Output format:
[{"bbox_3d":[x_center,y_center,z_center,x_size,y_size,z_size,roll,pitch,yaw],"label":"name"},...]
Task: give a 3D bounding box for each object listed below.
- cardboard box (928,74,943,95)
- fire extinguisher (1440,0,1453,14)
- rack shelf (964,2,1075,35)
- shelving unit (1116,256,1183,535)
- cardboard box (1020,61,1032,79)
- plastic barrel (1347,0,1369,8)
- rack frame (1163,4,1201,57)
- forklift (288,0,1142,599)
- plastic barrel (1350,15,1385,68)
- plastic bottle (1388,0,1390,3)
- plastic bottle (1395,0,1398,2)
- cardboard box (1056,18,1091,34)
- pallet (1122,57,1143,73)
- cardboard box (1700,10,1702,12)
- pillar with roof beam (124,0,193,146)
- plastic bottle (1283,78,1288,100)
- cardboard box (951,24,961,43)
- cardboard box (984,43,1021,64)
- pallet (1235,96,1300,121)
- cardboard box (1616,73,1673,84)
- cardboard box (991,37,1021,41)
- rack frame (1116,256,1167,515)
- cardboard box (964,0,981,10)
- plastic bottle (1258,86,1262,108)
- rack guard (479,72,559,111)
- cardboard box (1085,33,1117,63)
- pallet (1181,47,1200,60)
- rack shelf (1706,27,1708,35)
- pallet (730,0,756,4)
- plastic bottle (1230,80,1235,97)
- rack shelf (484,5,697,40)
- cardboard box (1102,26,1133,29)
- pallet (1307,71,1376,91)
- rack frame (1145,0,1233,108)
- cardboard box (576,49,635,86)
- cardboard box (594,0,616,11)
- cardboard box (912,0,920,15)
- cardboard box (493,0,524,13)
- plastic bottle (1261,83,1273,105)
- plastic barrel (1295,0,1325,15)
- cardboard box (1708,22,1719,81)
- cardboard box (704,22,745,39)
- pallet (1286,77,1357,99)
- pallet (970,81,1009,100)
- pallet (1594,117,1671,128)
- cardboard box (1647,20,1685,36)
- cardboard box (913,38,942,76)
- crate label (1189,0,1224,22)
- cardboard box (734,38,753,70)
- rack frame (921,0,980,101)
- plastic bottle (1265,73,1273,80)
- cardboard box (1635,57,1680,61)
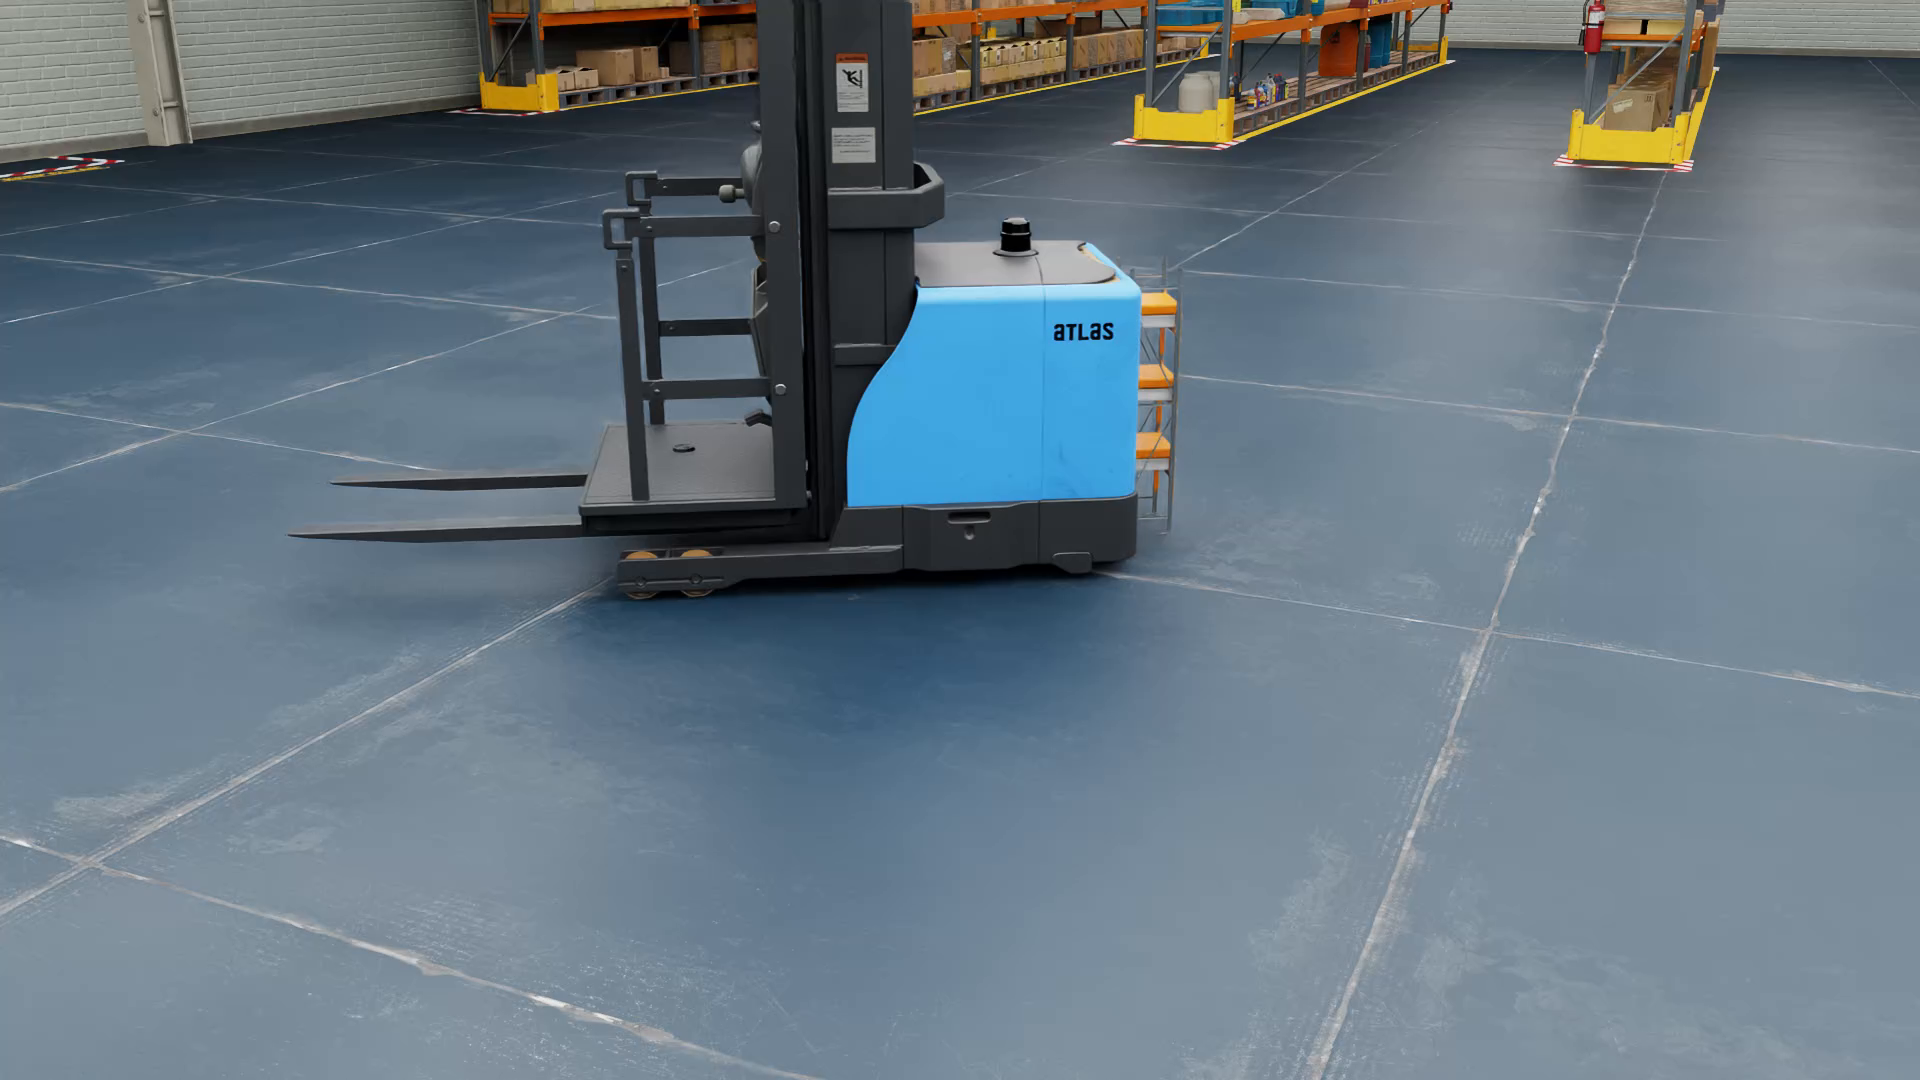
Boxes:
[{"bbox_3d":[-0.576,-6.547,23.877,0.500,0.250,0.500,9,21,23],"label":"cardboard box"},{"bbox_3d":[9.728,-10.881,33.261,0.296,0.674,0.183,9,21,23],"label":"fire extinguisher"},{"bbox_3d":[0.639,-8.395,26.671,1.077,0.370,4.000,9,21,23],"label":"rack shelf"},{"bbox_3d":[0.714,-0.554,6.460,0.215,1.050,0.252,-2,20,-7],"label":"shelving unit"},{"bbox_3d":[0.841,-7.584,26.795,0.500,0.250,0.500,9,21,24],"label":"cardboard box"},{"bbox_3d":[6.062,-8.545,25.817,0.600,0.536,0.708,9,21,23],"label":"plastic barrel"},{"bbox_3d":[4.734,-11.791,35.146,1.000,3.000,0.127,9,21,23],"label":"rack frame"},{"bbox_3d":[-0.903,-1.358,5.913,3.031,2.935,1.130,-2,20,-6],"label":"forklift"},{"bbox_3d":[7.085,-8.716,29.005,0.600,0.901,0.708,9,21,23],"label":"plastic barrel"},{"bbox_3d":[7.241,-9.286,28.288,0.152,0.276,0.135,9,21,23],"label":"plastic bottle"},{"bbox_3d":[7.536,-9.538,28.885,0.144,0.351,0.185,9,21,23],"label":"plastic bottle"},{"bbox_3d":[2.061,-9.377,30.314,0.500,0.250,0.500,8,21,22],"label":"cardboard box"},{"bbox_3d":[2.797,-9.000,31.461,1.003,0.211,1.213,9,21,23],"label":"pallet"},{"bbox_3d":[9.036,-6.537,20.750,0.380,0.149,0.250,9,21,23],"label":"cardboard box"},{"bbox_3d":[-5.371,-8.312,16.413,9.100,9.000,0.400,9,21,23],"label":"pillar with roof beam"},{"bbox_3d":[4.441,-6.177,22.757,0.061,0.283,0.133,10,22,25],"label":"plastic bottle"},{"bbox_3d":[-0.392,-10.955,35.900,0.700,0.500,0.500,8,21,21],"label":"cardboard box"},{"bbox_3d":[0.637,-7.692,26.260,0.500,0.311,0.500,8,21,21],"label":"cardboard box"},{"bbox_3d":[4.024,-5.928,22.823,1.003,0.211,1.213,9,21,23],"label":"pallet"},{"bbox_3d":[8.428,-5.489,20.531,0.500,0.500,0.500,17,26,40],"label":"cardboard box"},{"bbox_3d":[0.768,-8.230,27.774,0.500,0.311,0.500,8,21,21],"label":"cardboard box"},{"bbox_3d":[0.699,-0.594,6.574,0.200,1.050,0.008,-2,20,-7],"label":"rack frame"},{"bbox_3d":[-0.018,-8.208,25.296,0.500,0.250,0.500,10,22,26],"label":"cardboard box"},{"bbox_3d":[3.867,-5.757,21.595,0.097,0.271,0.097,0,20,0],"label":"plastic bottle"},{"bbox_3d":[-6.308,-6.424,23.785,1.175,0.500,0.348,9,21,23],"label":"rack guard"},{"bbox_3d":[2.533,-8.948,30.228,0.500,0.500,0.500,8,21,21],"label":"cardboard box"},{"bbox_3d":[4.377,-10.210,34.862,1.003,0.211,1.213,9,21,23],"label":"pallet"},{"bbox_3d":[11.313,-8.257,26.284,1.077,0.370,4.000,9,21,23],"label":"rack shelf"},{"bbox_3d":[-3.836,-9.323,28.492,1.003,0.211,1.213,9,21,23],"label":"pallet"},{"bbox_3d":[3.679,-6.113,22.595,0.097,0.271,0.097,0,20,0],"label":"plastic bottle"},{"bbox_3d":[-5.520,-7.851,25.141,1.077,0.370,4.000,9,21,23],"label":"rack shelf"},{"bbox_3d":[3.071,-9.811,32.652,0.500,0.500,0.500,9,21,23],"label":"cardboard box"},{"bbox_3d":[6.260,-7.597,27.516,1.003,0.211,1.213,9,21,23],"label":"pallet"},{"bbox_3d":[2.700,-6.219,19.479,1.000,3.000,0.127,9,21,23],"label":"rack frame"},{"bbox_3d":[-5.394,-7.198,25.307,0.700,0.500,0.500,7,21,19],"label":"cardboard box"},{"bbox_3d":[-5.436,-7.938,24.507,0.500,0.250,0.500,8,21,22],"label":"cardboard box"},{"bbox_3d":[-0.984,-7.561,23.104,0.700,0.500,0.500,9,22,24],"label":"cardboard box"},{"bbox_3d":[-6.324,-7.686,23.799,0.500,0.250,0.500,9,21,23],"label":"cardboard box"},{"bbox_3d":[4.056,-5.923,22.054,0.152,0.276,0.135,9,21,24],"label":"plastic bottle"},{"bbox_3d":[4.772,-7.754,23.048,0.600,0.901,0.708,9,21,23],"label":"plastic barrel"},{"bbox_3d":[11.168,-7.661,26.078,1.225,0.875,0.875,9,21,23],"label":"cardboard box"},{"bbox_3d":[-4.028,-8.706,28.426,0.500,0.250,0.500,8,21,21],"label":"cardboard box"},{"bbox_3d":[5.623,-7.119,26.171,1.003,0.211,1.213,9,21,23],"label":"pallet"},{"bbox_3d":[0.086,-7.039,25.947,1.003,0.211,1.213,9,21,23],"label":"pallet"},{"bbox_3d":[8.115,-4.864,19.830,1.003,0.211,1.213,9,21,23],"label":"pallet"},{"bbox_3d":[7.552,-5.475,17.763,0.380,0.149,0.250,9,21,23],"label":"cardboard box"},{"bbox_3d":[-0.587,-6.902,23.756,0.500,0.500,0.500,9,21,23],"label":"cardboard box"},{"bbox_3d":[3.207,-6.835,21.159,0.502,0.435,0.616,9,21,23],"label":"crate label"},{"bbox_3d":[-4.003,-8.373,28.610,0.700,0.500,0.500,9,21,23],"label":"cardboard box"},{"bbox_3d":[-0.180,-8.122,24.831,1.000,3.000,0.127,9,21,23],"label":"rack frame"},{"bbox_3d":[4.205,-6.184,22.678,0.144,0.351,0.185,9,21,23],"label":"plastic bottle"},{"bbox_3d":[9.797,-6.461,23.234,0.700,0.500,0.500,11,22,27],"label":"cardboard box"}]
